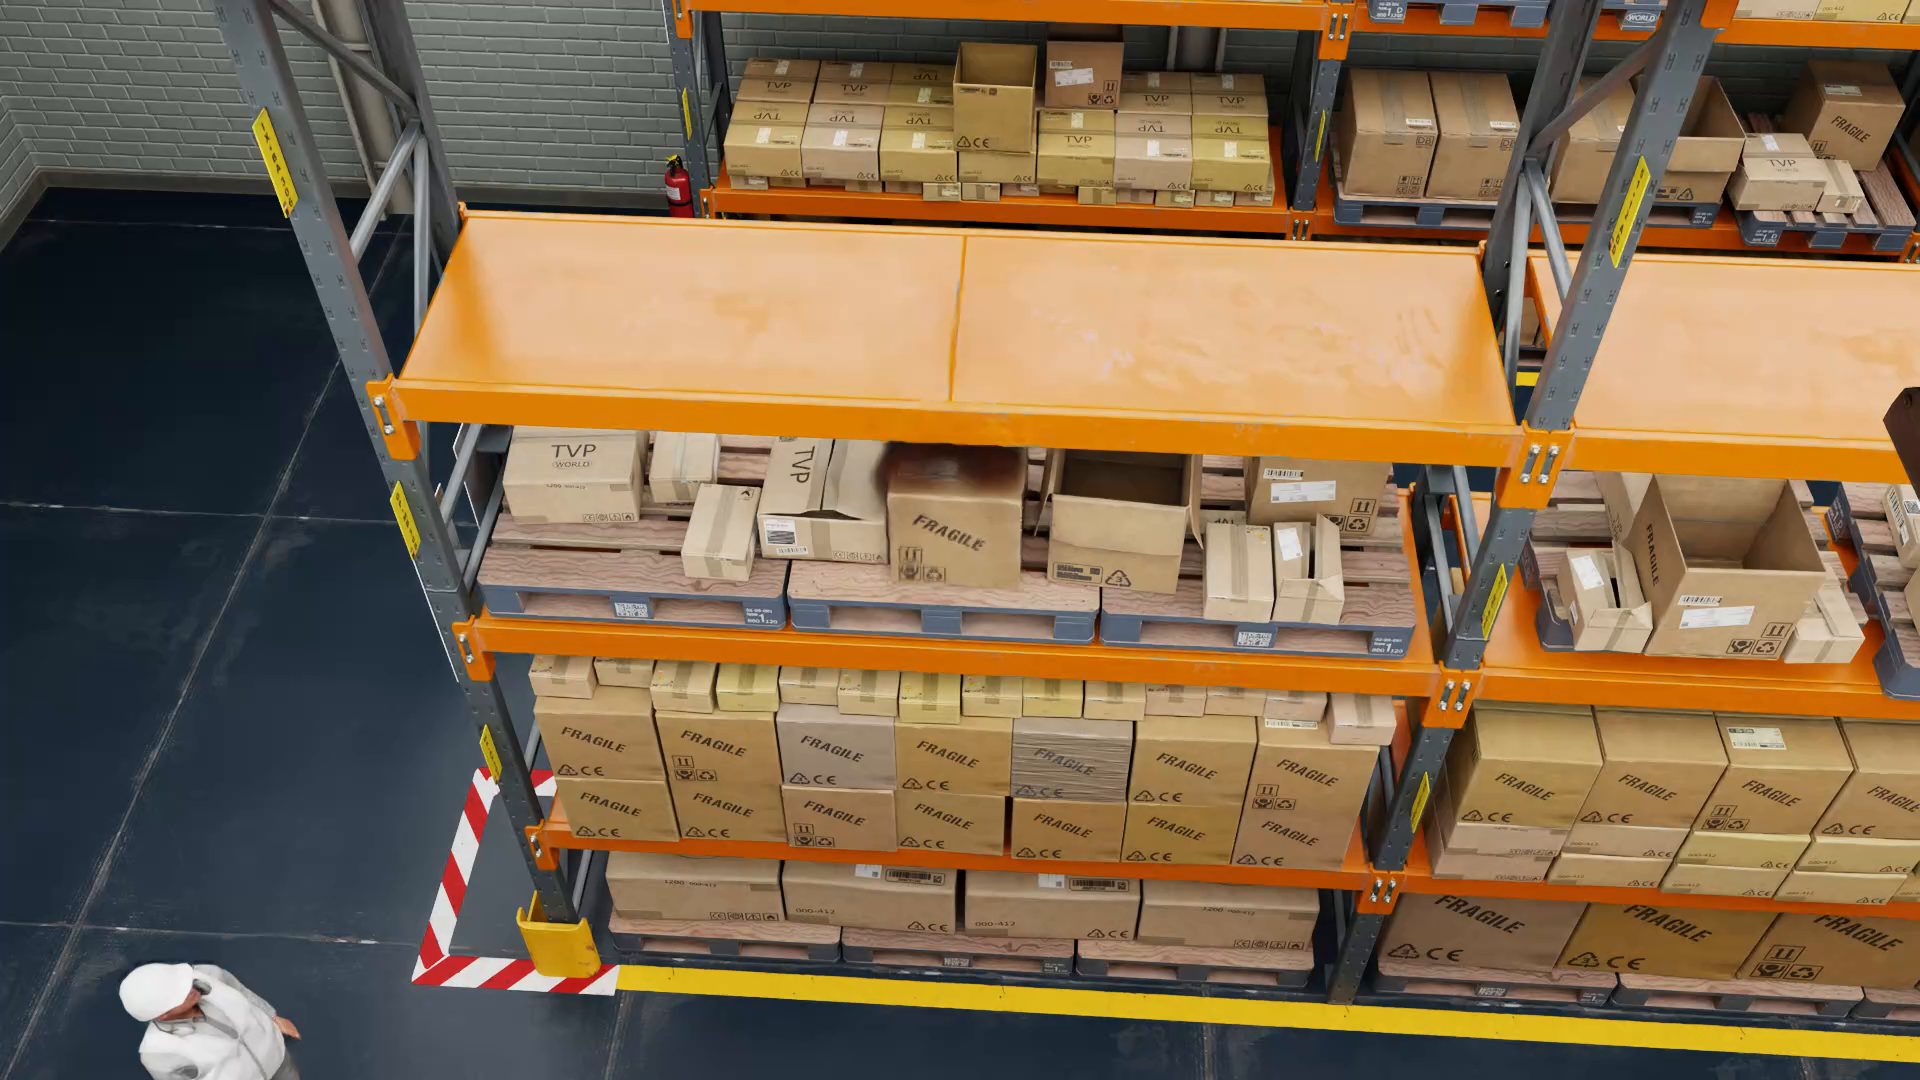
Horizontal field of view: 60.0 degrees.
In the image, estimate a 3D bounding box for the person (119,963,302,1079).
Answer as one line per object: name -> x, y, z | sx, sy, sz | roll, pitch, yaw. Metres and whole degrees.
person -> -3.133, 2.306, 7.233 | 0.454, 1.774, 0.576 | 20, 51, 17
